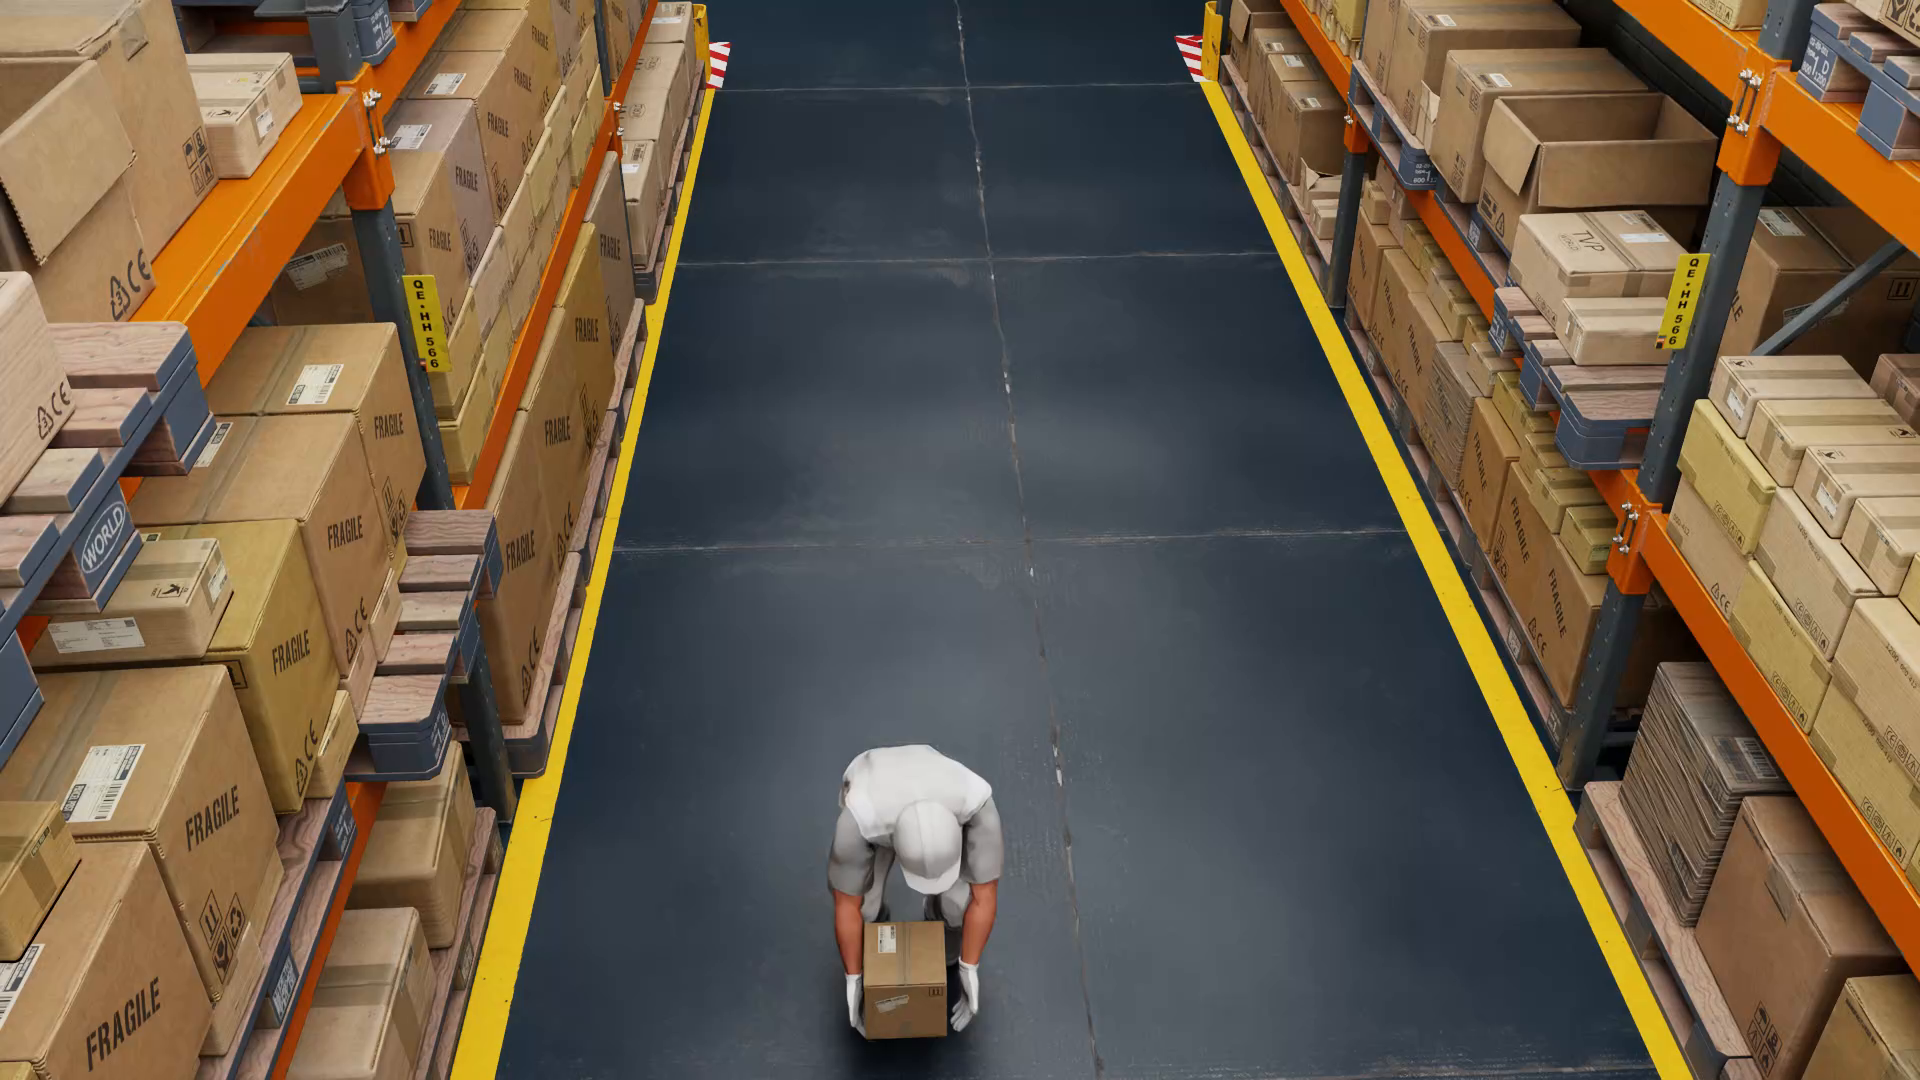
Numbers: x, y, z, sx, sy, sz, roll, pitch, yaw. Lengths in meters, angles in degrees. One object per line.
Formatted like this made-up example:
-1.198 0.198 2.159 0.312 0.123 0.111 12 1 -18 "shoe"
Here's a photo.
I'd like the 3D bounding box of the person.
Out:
-0.147 1.025 5.345 0.567 1.006 0.881 -2 35 -2 "person"
